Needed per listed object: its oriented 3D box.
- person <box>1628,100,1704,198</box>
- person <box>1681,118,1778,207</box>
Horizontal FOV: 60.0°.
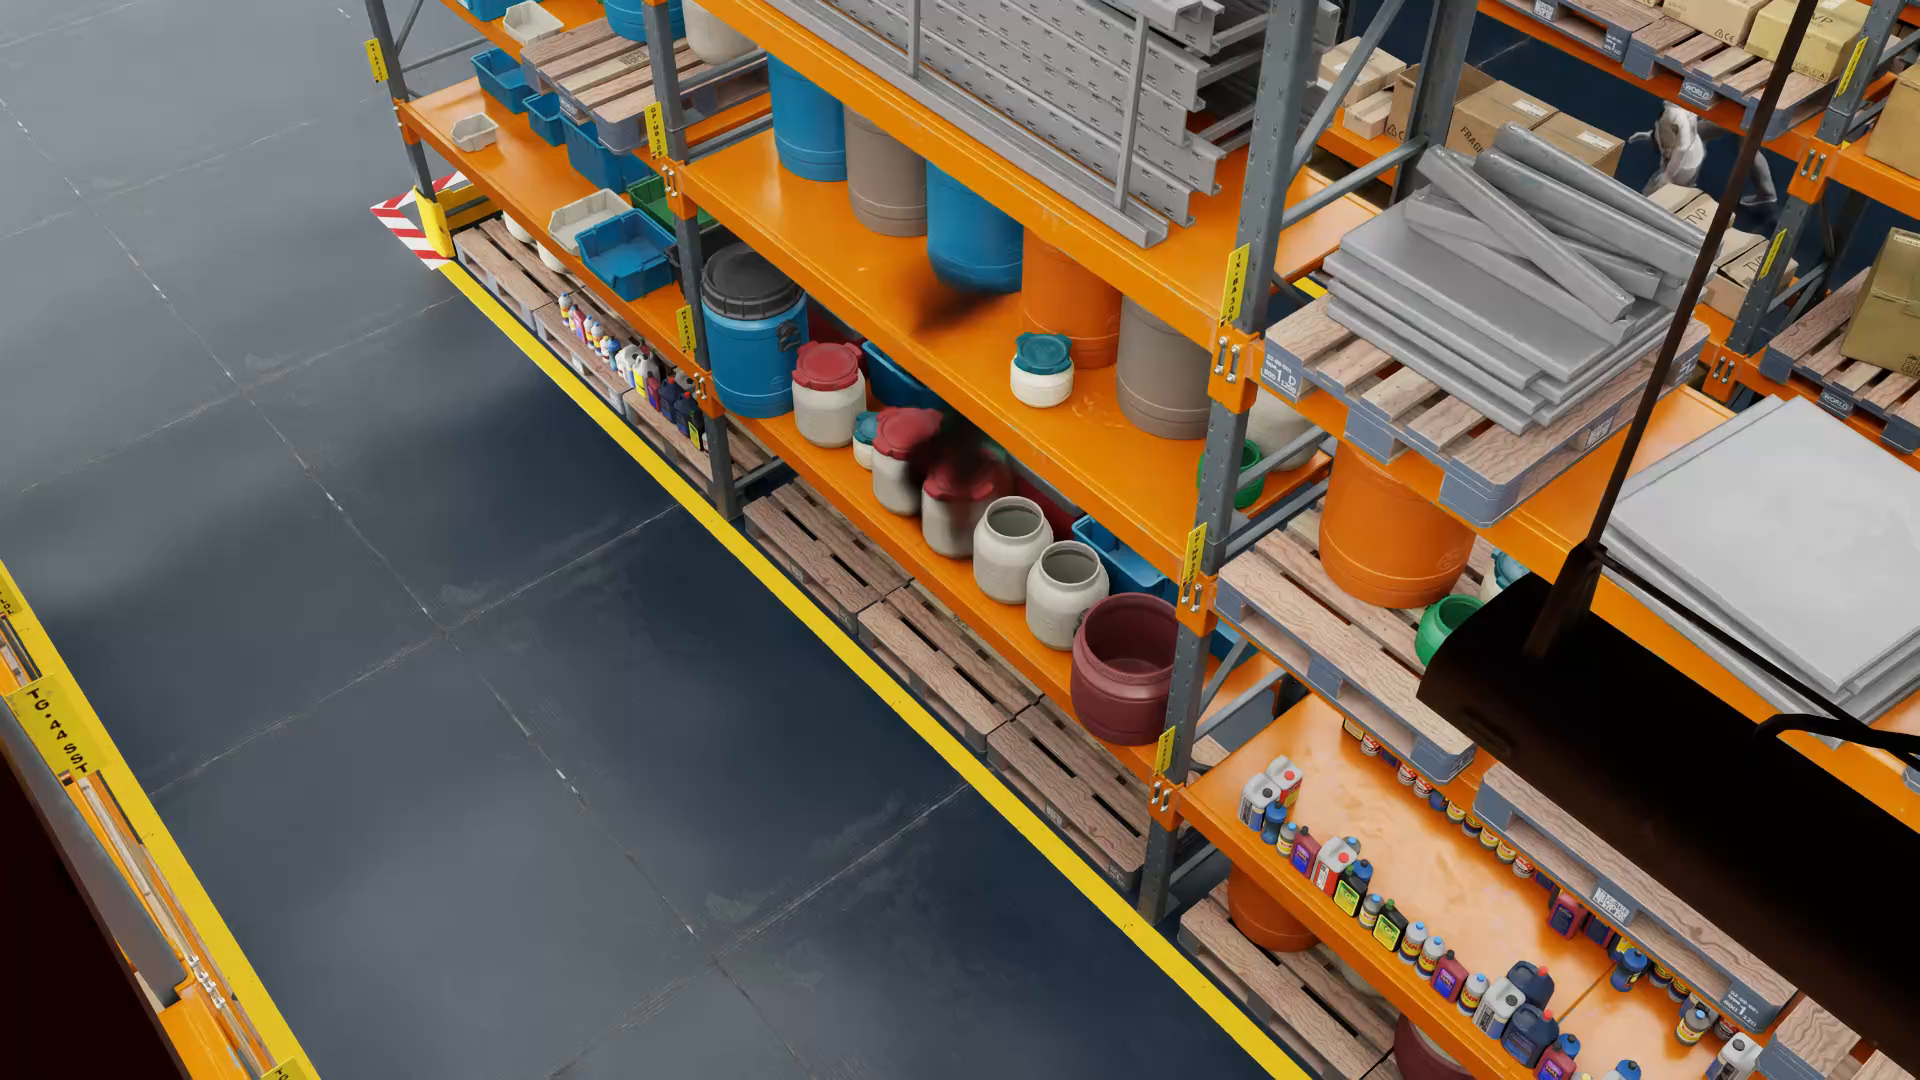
[{"bbox_3d":[5.413,-2.875,12.628,0.724,1.571,0.595,23,51,20],"label":"person"},{"bbox_3d":[6.119,-3.314,12.972,0.569,1.746,0.893,-35,56,-29],"label":"person"}]
